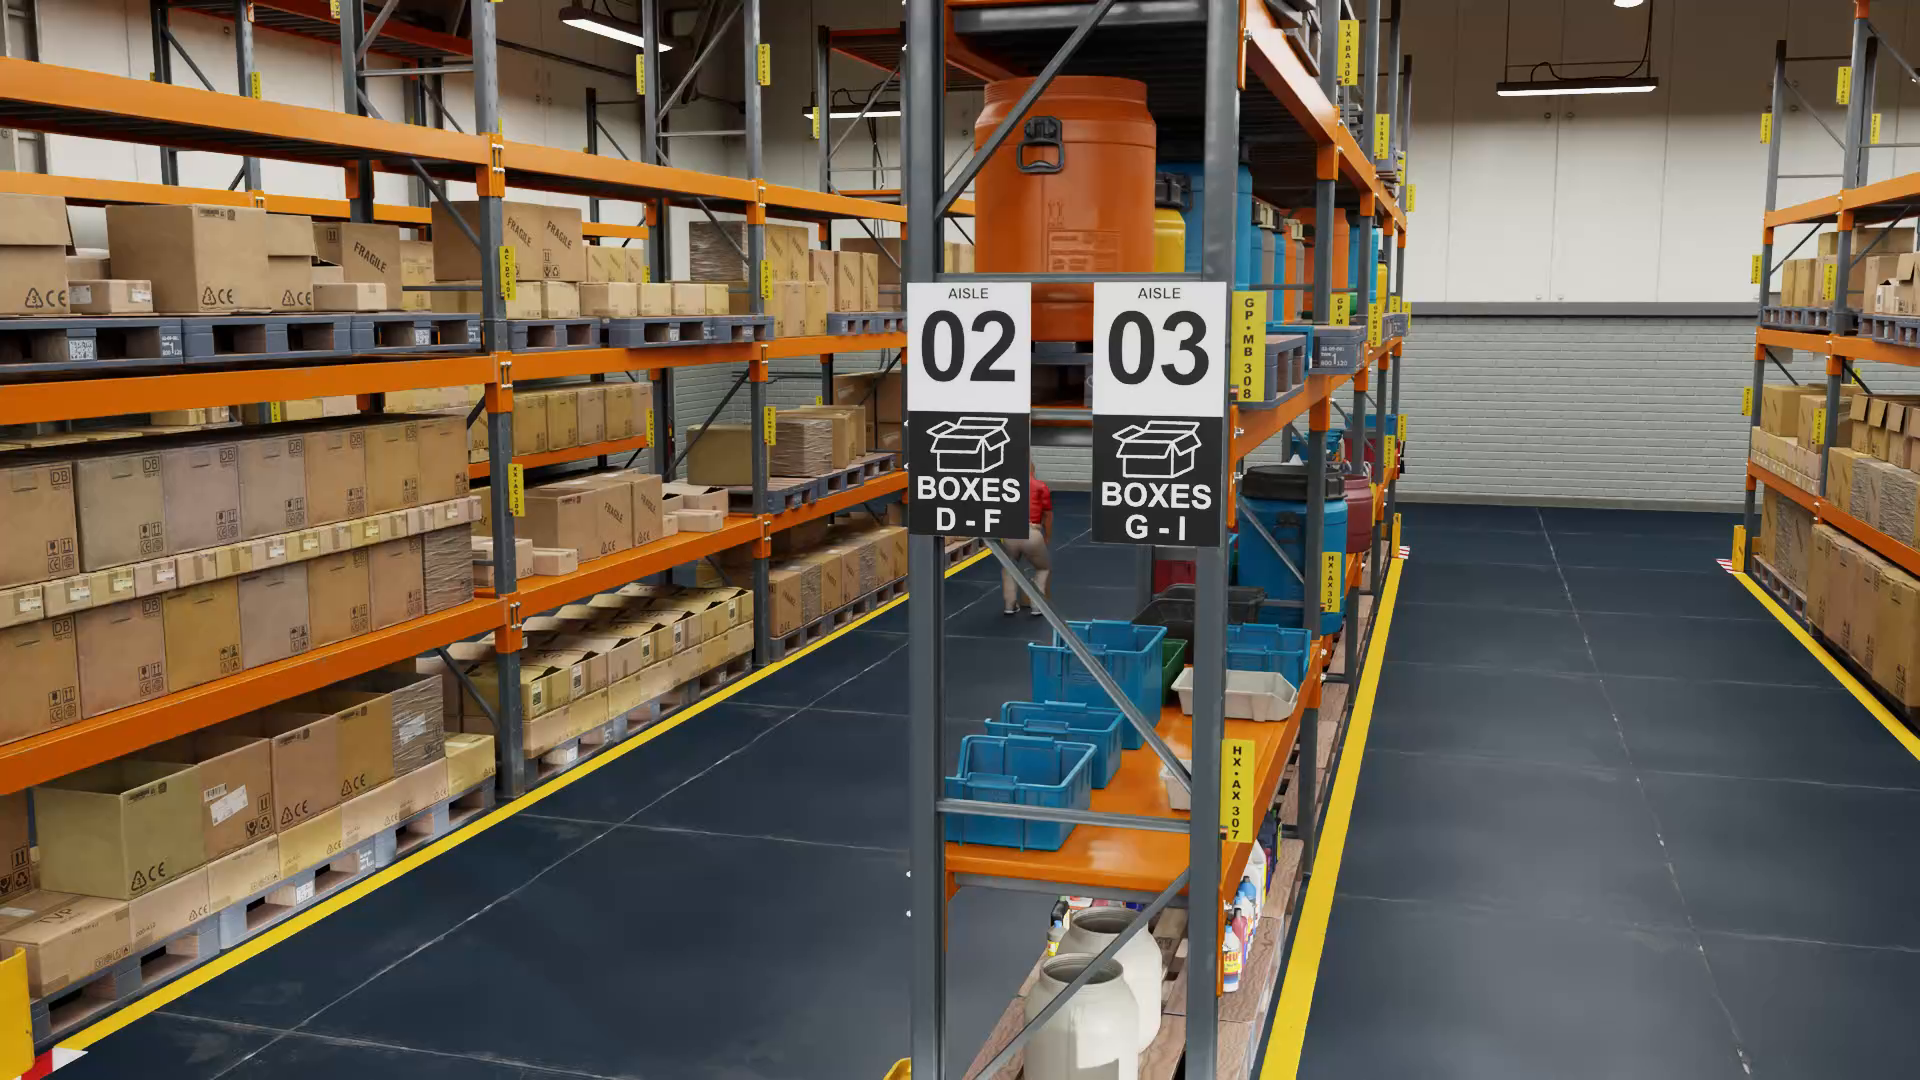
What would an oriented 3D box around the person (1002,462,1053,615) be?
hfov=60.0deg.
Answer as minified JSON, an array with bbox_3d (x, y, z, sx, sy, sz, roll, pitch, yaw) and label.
[{"bbox_3d":[0.628,-0.012,16.741,0.586,1.520,0.621,2,9,17],"label":"person"}]
